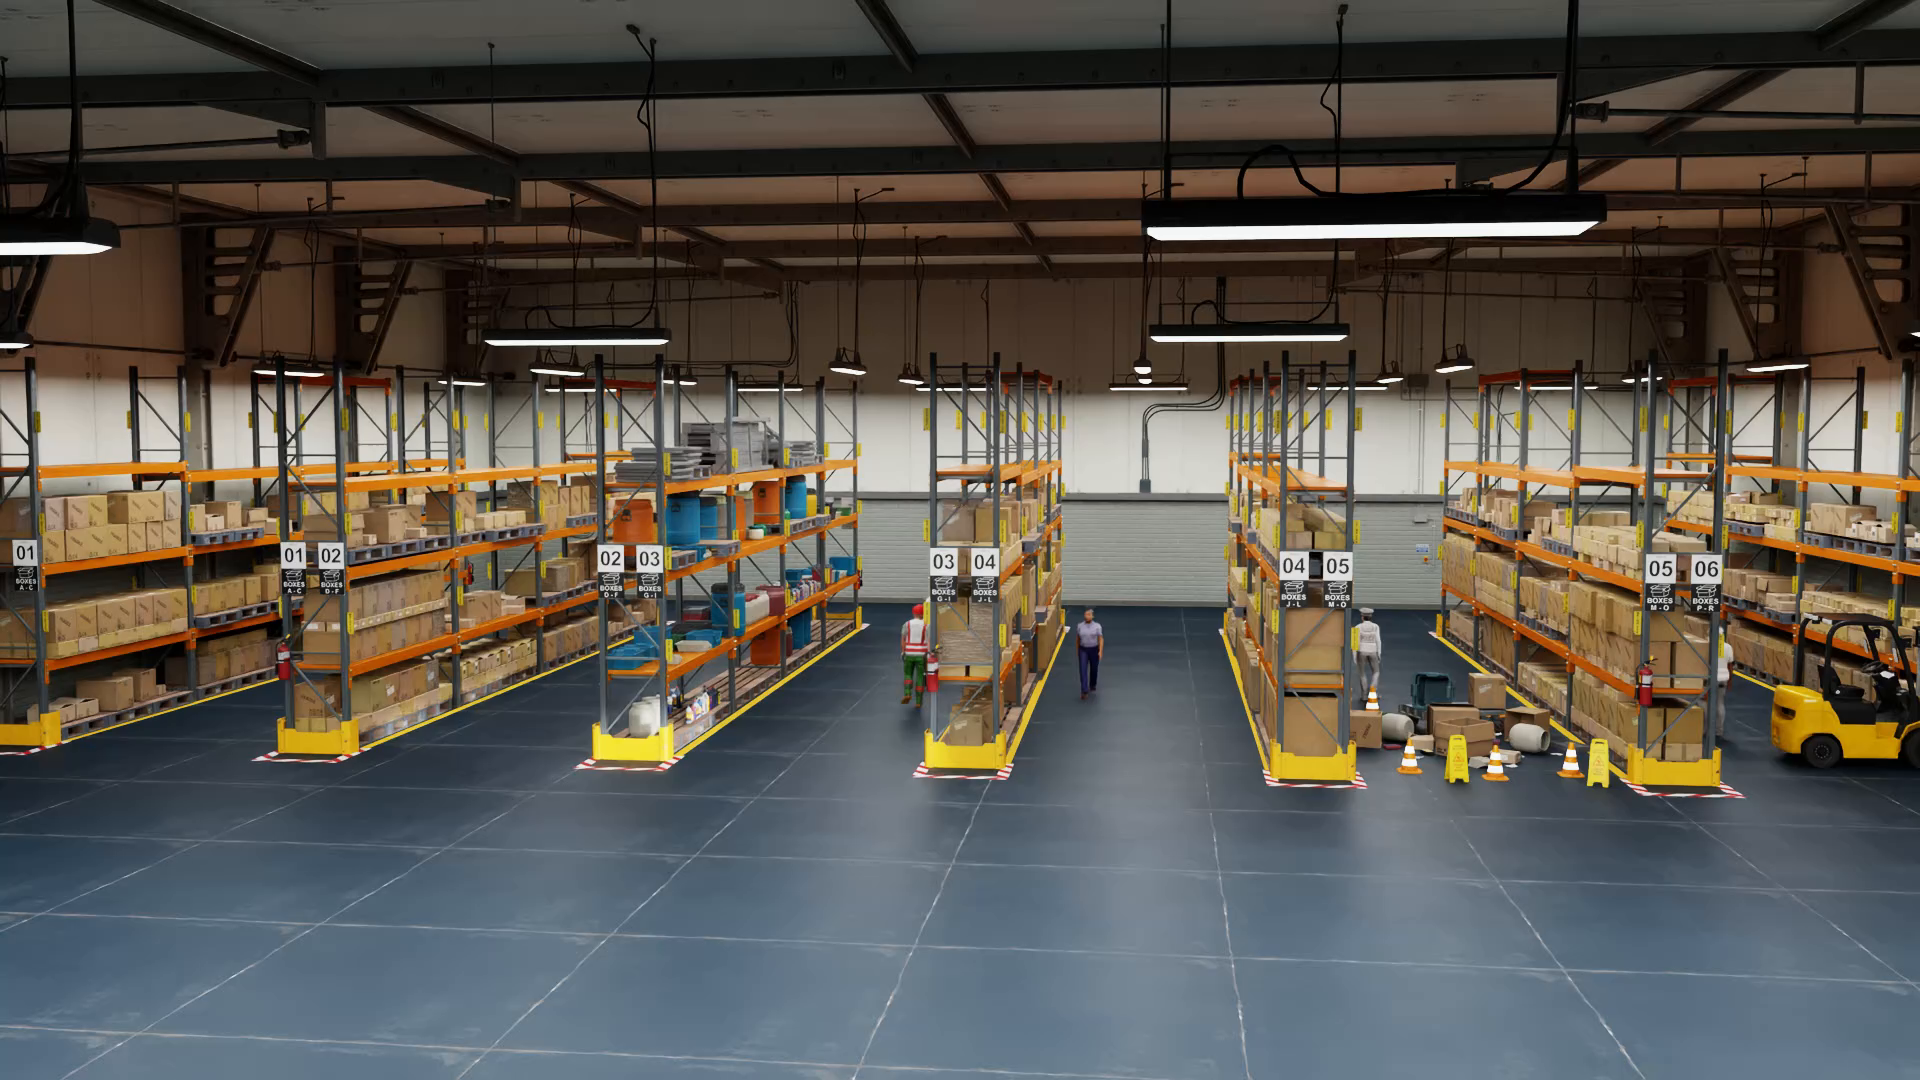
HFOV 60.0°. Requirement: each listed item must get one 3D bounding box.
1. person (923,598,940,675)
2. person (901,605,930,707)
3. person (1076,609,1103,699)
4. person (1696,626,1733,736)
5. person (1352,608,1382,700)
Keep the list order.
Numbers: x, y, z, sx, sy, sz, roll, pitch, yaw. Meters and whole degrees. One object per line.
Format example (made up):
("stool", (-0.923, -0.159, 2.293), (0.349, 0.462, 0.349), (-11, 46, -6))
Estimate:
("person", (-0.488, 1.772, 33.098), (0.658, 1.718, 1.102), (1, 4, 8))
("person", (-0.762, 2.036, 29.219), (0.582, 1.790, 0.506), (1, 4, 8))
("person", (2.360, 2.048, 30.326), (0.503, 1.587, 1.034), (0, 4, 4))
("person", (12.070, 2.250, 26.590), (0.609, 1.787, 0.403), (-1, 4, -17))
("person", (7.312, 2.062, 29.874), (0.511, 1.673, 0.499), (0, 4, 5))
